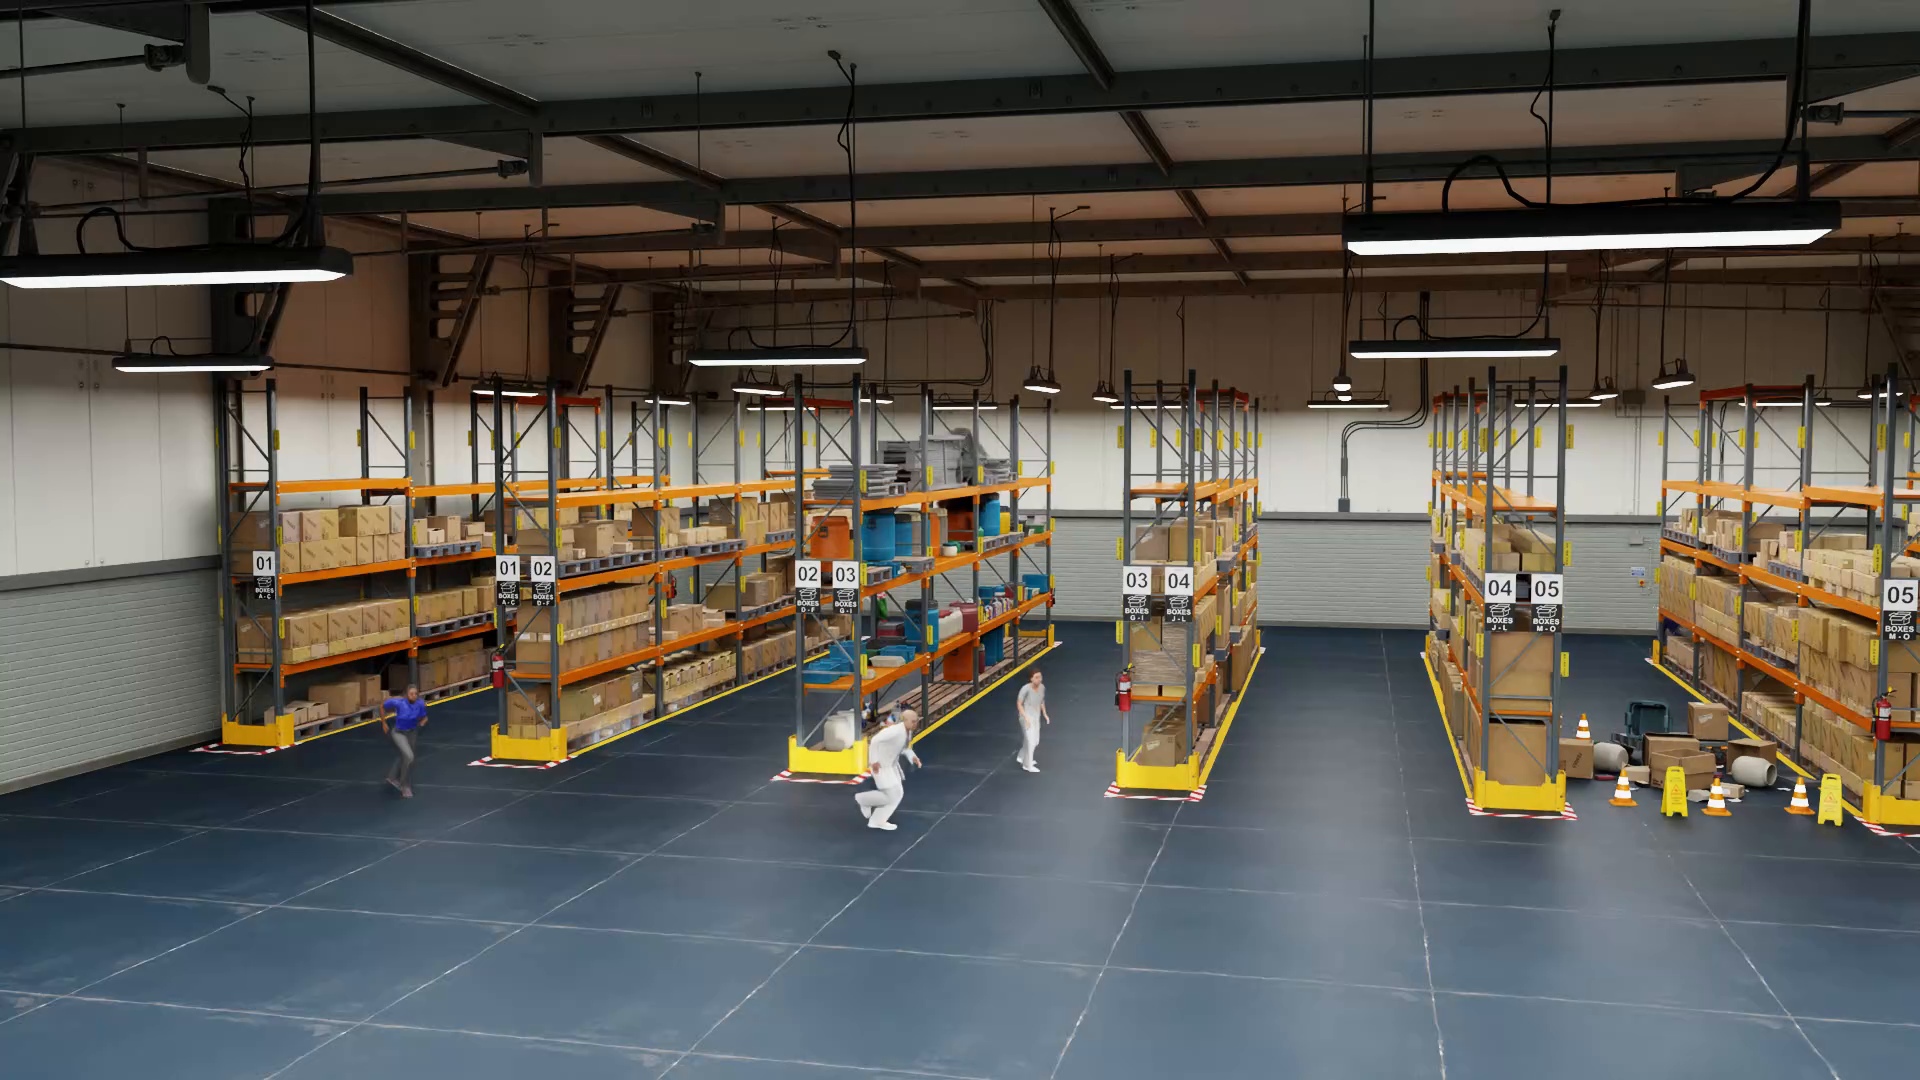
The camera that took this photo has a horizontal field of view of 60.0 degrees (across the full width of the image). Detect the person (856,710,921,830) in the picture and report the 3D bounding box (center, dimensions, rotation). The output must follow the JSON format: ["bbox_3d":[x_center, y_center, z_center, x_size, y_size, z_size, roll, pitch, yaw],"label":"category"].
[{"bbox_3d":[-0.950,2.943,21.289,0.891,1.587,0.734,2,4,26],"label":"person"}]

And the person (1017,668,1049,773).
[{"bbox_3d":[1.029,2.706,25.125,0.588,1.614,0.751,-3,4,-38],"label":"person"}]

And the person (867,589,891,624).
[{"bbox_3d":[-2.079,1.527,42.951,0.984,1.761,0.712,3,5,43],"label":"person"}]

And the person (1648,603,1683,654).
[{"bbox_3d":[16.525,1.840,38.740,0.892,1.666,0.603,0,3,2],"label":"person"}]

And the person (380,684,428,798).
[{"bbox_3d":[-7.856,2.829,23.468,0.898,1.646,0.608,3,5,44],"label":"person"}]
